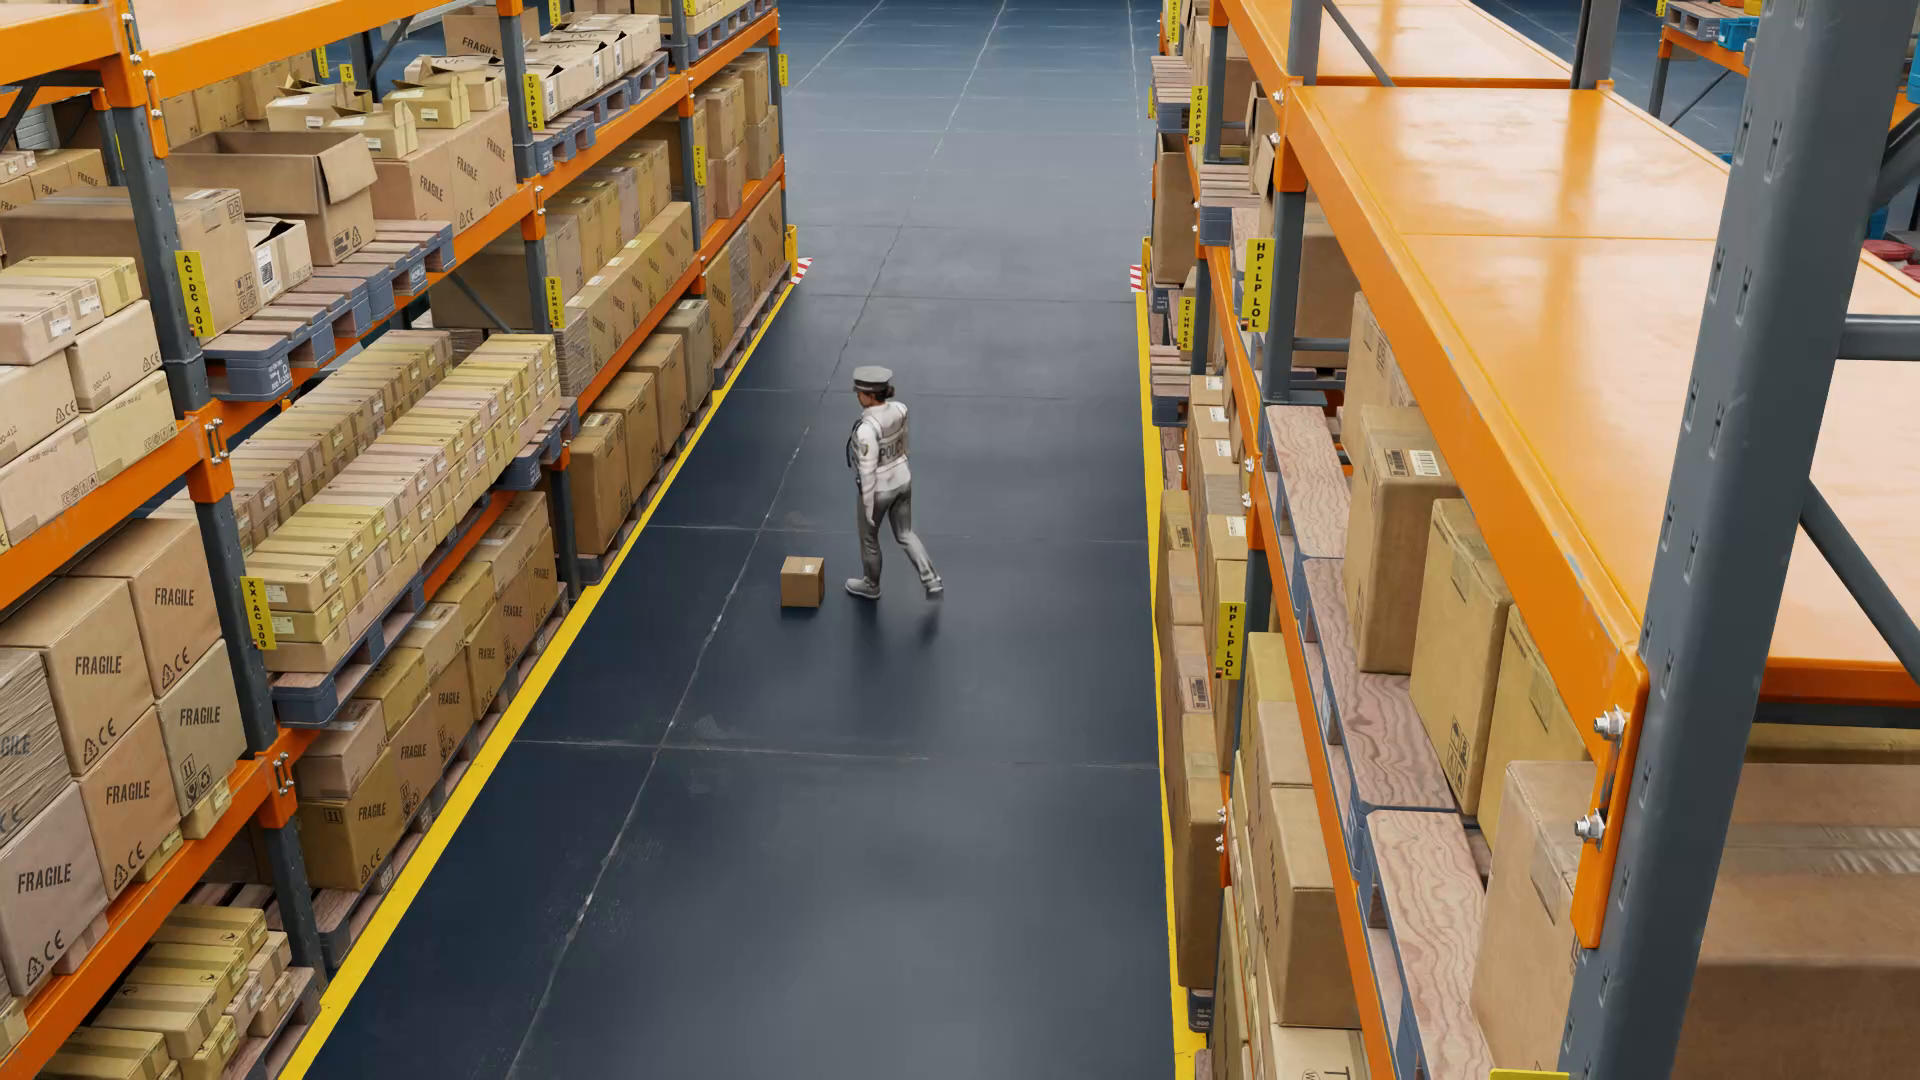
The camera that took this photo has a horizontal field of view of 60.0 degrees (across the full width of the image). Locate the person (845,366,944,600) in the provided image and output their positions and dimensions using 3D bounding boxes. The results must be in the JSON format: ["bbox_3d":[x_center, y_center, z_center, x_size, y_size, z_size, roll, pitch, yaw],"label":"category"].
[{"bbox_3d":[-0.448,-0.322,10.677,0.824,1.643,0.542,19,31,36],"label":"person"}]
